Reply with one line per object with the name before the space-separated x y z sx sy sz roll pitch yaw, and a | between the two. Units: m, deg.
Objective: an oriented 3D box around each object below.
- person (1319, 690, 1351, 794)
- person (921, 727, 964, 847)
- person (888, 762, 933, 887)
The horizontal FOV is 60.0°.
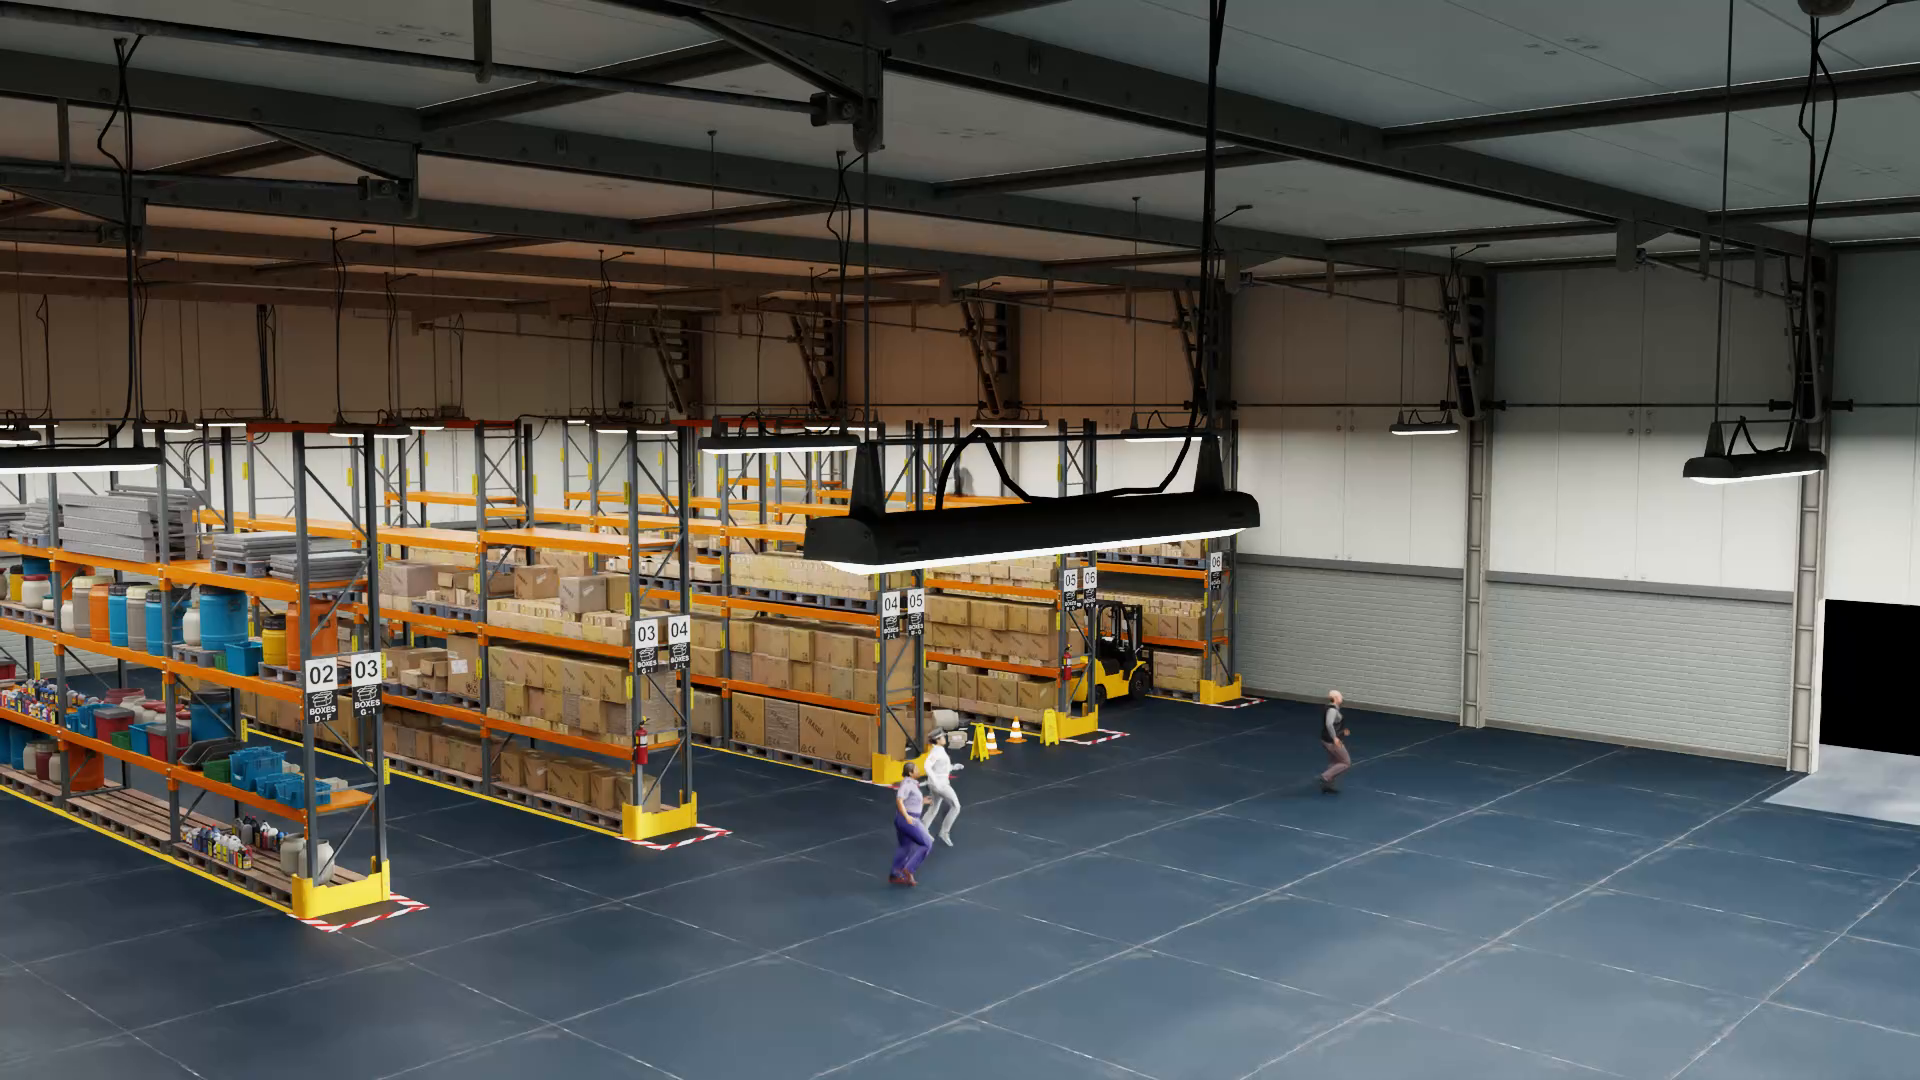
person | 6.100 3.282 27.034 0.571 1.687 0.672 0 5 -3
person | -0.289 3.541 23.850 0.708 1.726 0.580 -1 5 -11
person | -0.641 3.734 21.929 0.645 1.644 0.580 -1 5 -18
